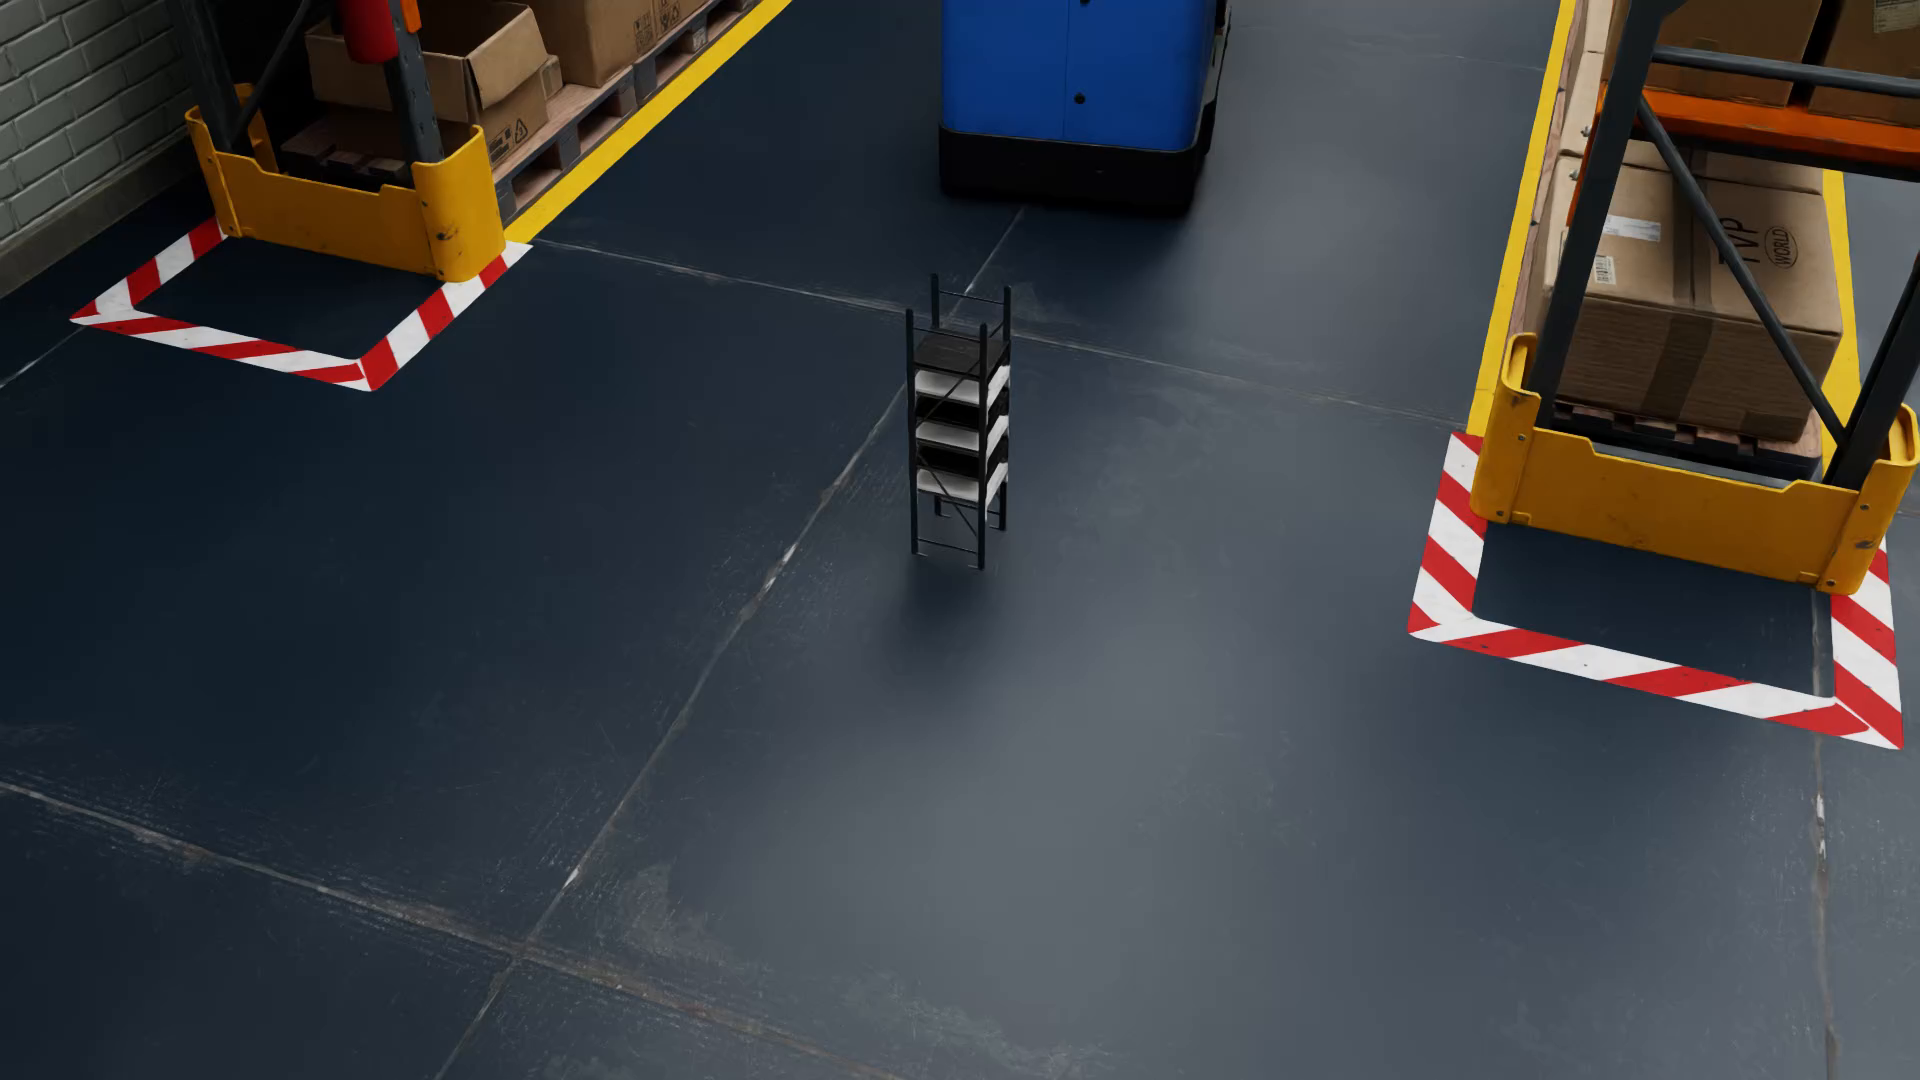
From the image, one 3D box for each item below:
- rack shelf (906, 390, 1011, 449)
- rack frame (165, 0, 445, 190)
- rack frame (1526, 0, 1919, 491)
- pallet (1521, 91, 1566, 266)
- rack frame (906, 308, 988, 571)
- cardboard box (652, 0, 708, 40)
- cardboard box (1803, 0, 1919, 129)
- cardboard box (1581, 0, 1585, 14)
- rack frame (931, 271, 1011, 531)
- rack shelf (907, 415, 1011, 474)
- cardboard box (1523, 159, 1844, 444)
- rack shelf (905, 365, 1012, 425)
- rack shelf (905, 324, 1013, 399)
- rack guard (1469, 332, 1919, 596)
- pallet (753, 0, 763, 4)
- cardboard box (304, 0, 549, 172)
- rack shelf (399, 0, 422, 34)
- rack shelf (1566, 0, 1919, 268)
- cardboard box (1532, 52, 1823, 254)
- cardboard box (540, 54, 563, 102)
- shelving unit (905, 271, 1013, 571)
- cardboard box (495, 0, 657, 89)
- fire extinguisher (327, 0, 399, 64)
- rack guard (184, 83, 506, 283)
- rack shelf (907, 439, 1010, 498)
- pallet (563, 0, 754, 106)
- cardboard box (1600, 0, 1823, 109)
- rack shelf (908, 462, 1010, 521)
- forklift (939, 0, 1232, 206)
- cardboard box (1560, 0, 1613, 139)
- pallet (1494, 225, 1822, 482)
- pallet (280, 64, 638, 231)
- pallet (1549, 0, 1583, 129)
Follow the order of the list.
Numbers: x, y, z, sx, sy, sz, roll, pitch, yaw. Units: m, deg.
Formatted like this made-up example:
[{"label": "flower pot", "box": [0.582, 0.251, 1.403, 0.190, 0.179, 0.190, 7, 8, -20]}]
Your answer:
[{"label": "rack shelf", "box": [-0.003, -0.381, 4.915, 0.258, 0.077, 0.200, 13, 42, 15]}, {"label": "rack frame", "box": [-2.421, -2.308, 5.644, 1.000, 3.000, 0.127, 13, 42, 15]}, {"label": "rack frame", "box": [2.245, -1.209, 4.356, 1.000, 3.000, 0.127, 13, 42, 15]}, {"label": "pallet", "box": [2.864, -1.395, 6.722, 1.003, 0.211, 1.213, 13, 42, 15]}, {"label": "rack frame", "box": [-0.038, -0.275, 4.879, 0.240, 0.900, 0.006, 13, 42, 15]}, {"label": "cardboard box", "box": [-1.519, -2.682, 7.685, 0.500, 0.500, 0.500, 14, 42, 16]}, {"label": "cardboard box", "box": [2.679, -1.476, 4.592, 0.500, 0.500, 0.500, 13, 42, 15]}, {"label": "cardboard box", "box": [3.297, -2.474, 7.490, 0.875, 0.438, 0.875, 13, 42, 14]}, {"label": "rack frame", "box": [0.032, -0.399, 5.025, 0.240, 0.900, 0.006, 13, 42, 15]}, {"label": "rack shelf", "box": [-0.003, -0.312, 4.974, 0.258, 0.077, 0.200, 13, 42, 15]}, {"label": "cardboard box", "box": [2.377, -0.819, 5.549, 0.875, 0.438, 0.875, 12, 42, 14]}, {"label": "rack shelf", "box": [-0.003, -0.449, 4.857, 0.258, 0.077, 0.200, 13, 42, 15]}, {"label": "rack shelf", "box": [-0.003, -0.517, 4.799, 0.258, 0.077, 0.200, 13, 42, 15]}, {"label": "rack guard", "box": [2.237, -0.243, 5.150, 1.175, 0.500, 0.348, 13, 42, 15]}, {"label": "pallet", "box": [-1.289, -3.268, 8.918, 1.003, 0.211, 1.213, 13, 42, 15]}, {"label": "cardboard box", "box": [-2.123, -1.870, 6.731, 0.797, 0.503, 0.637, 12, 42, 13]}, {"label": "rack shelf", "box": [-1.737, -3.254, 7.308, 1.077, 0.370, 4.000, 13, 42, 15]}, {"label": "rack shelf", "box": [2.929, -2.155, 6.019, 1.077, 0.370, 4.000, 13, 42, 15]}, {"label": "cardboard box", "box": [2.682, -1.379, 6.205, 0.875, 0.438, 0.875, 14, 43, 16]}, {"label": "cardboard box", "box": [-1.941, -1.986, 7.140, 0.380, 0.149, 0.250, 12, 42, 13]}, {"label": "shelving unit", "box": [-0.003, -0.337, 4.952, 0.258, 0.900, 0.210, 13, 42, 15]}, {"label": "cardboard box", "box": [-1.794, -2.382, 7.333, 0.700, 0.500, 0.500, 15, 43, 17]}, {"label": "fire extinguisher", "box": [-2.037, -1.945, 5.565, 0.296, 0.674, 0.183, 13, 42, 15]}, {"label": "rack guard", "box": [-2.395, -1.404, 6.510, 1.175, 0.500, 0.348, 13, 42, 15]}, {"label": "rack shelf", "box": [-0.003, -0.244, 5.032, 0.258, 0.077, 0.200, 13, 42, 15]}, {"label": "pallet", "box": [-1.704, -2.522, 8.043, 1.003, 0.211, 1.213, 13, 42, 15]}, {"label": "cardboard box", "box": [2.161, -1.600, 4.737, 0.500, 0.500, 0.500, 14, 42, 15]}, {"label": "rack shelf", "box": [-0.003, -0.175, 5.091, 0.258, 0.077, 0.200, 13, 42, 15]}, {"label": "forklift", "box": [0.703, -3.427, 7.008, 1.130, 2.935, 3.031, 7, 41, 8]}, {"label": "cardboard box", "box": [2.992, -1.928, 6.850, 0.875, 0.438, 0.875, 12, 42, 14]}, {"label": "pallet", "box": [2.445, -0.653, 5.853, 1.003, 0.211, 1.213, 13, 42, 15]}, {"label": "pallet", "box": [-2.123, -1.780, 7.174, 1.003, 0.211, 1.213, 13, 42, 15]}, {"label": "pallet", "box": [3.279, -2.141, 7.597, 1.003, 0.211, 1.213, 13, 42, 15]}]
